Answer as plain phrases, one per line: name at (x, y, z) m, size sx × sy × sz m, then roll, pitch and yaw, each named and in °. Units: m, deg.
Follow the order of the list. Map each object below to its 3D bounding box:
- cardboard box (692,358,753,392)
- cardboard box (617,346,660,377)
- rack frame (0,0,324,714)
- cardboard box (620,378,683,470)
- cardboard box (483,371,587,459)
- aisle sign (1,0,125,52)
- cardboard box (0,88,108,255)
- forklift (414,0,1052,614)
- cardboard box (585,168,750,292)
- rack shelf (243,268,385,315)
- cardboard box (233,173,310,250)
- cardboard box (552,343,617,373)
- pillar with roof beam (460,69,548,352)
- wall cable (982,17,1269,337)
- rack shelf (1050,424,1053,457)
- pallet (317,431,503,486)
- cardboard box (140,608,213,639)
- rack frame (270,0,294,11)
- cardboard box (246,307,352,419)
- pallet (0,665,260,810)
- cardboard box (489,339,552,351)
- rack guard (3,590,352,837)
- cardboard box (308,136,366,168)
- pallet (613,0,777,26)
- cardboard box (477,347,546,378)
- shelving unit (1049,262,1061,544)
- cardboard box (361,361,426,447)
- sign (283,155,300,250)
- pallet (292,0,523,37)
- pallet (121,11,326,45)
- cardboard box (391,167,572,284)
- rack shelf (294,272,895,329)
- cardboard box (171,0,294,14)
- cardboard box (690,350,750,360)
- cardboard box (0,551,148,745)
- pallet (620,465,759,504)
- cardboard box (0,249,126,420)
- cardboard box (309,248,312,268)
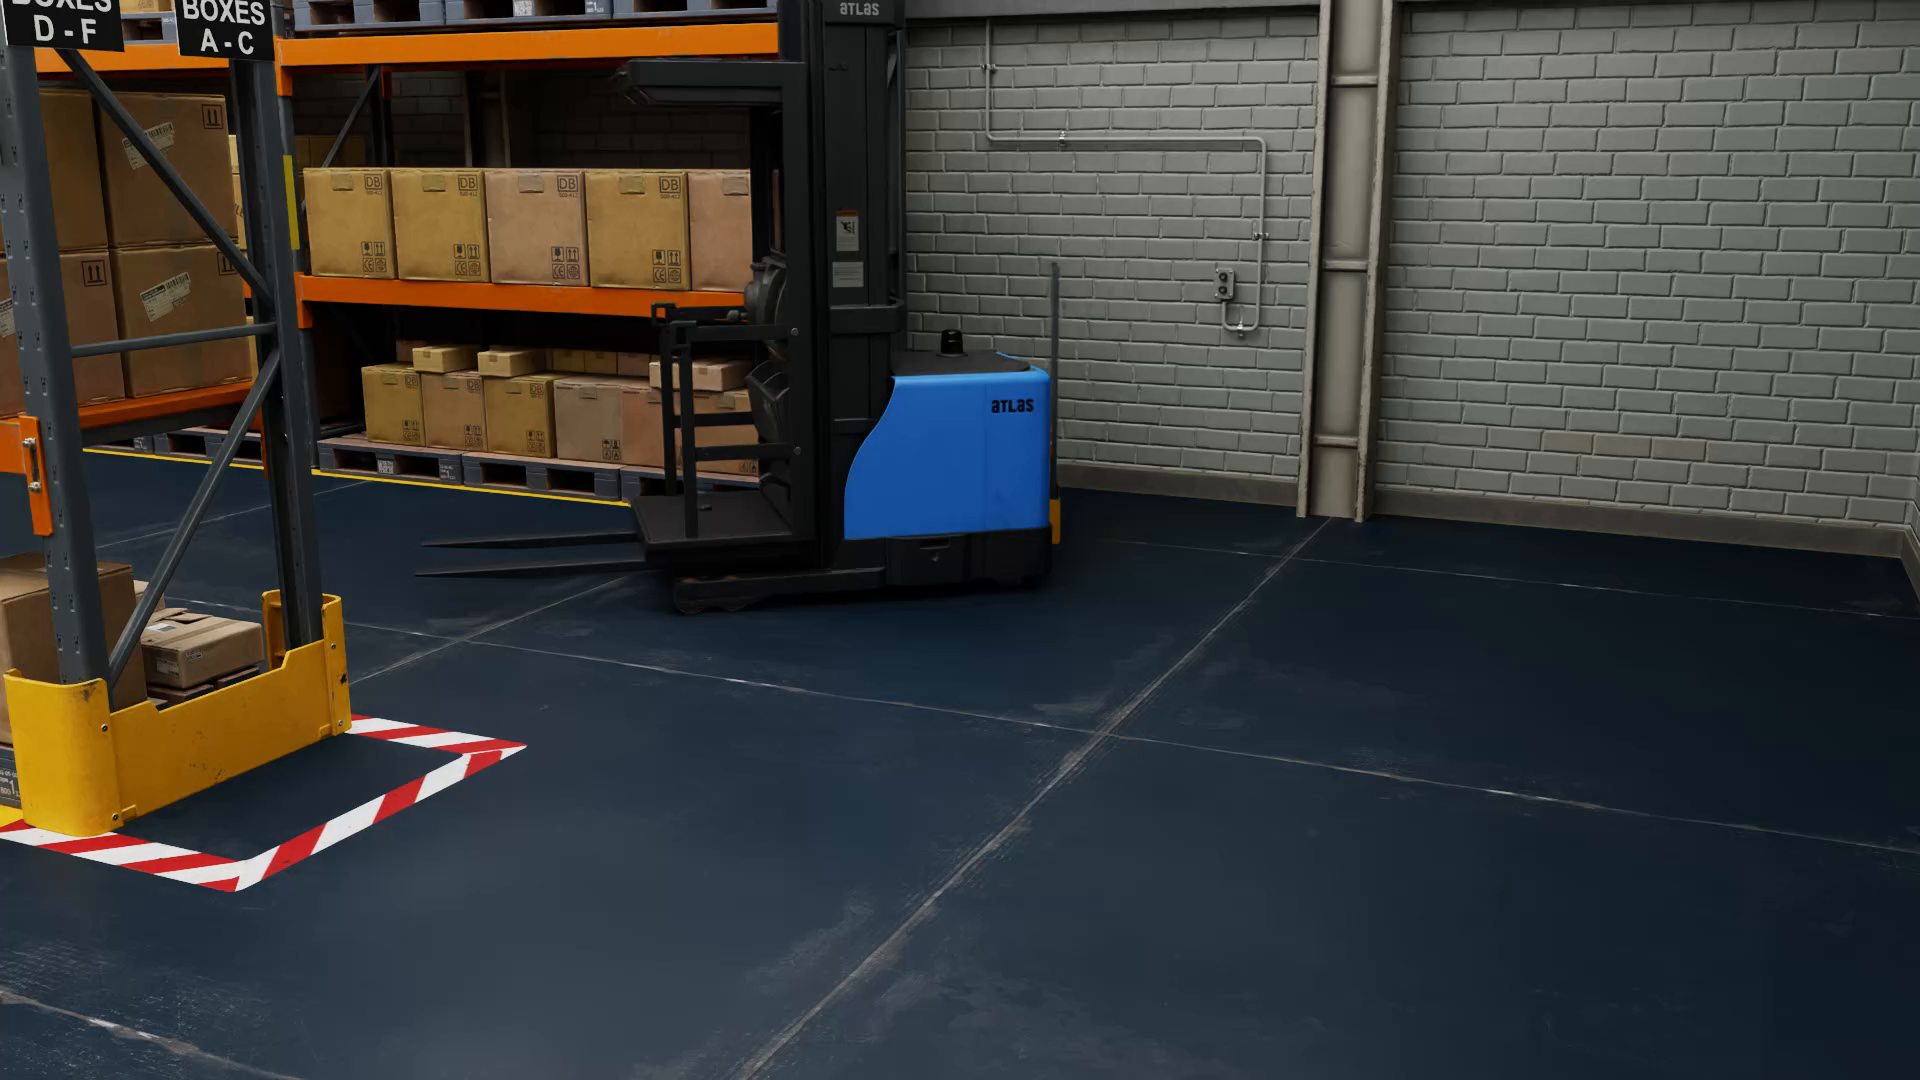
cardboard box at (-1.457, -1.003, 10.096) m, size 0.250 × 0.149 × 0.380 m, roll 6°, pitch 14°, yaw 23°
cardboard box at (-1.996, -1.153, 10.734) m, size 0.250 × 0.149 × 0.380 m, roll 6°, pitch 14°, yaw 24°
rack frame at (-2.589, -0.647, 5.446) m, size 0.127 × 3.000 × 1.000 m, roll 6°, pitch 14°, yaw 23°
cardboard box at (-1.724, -0.760, 10.479) m, size 0.500 × 0.500 × 0.700 m, roll 6°, pitch 14°, yaw 23°
cardboard box at (-2.674, -0.854, 10.881) m, size 0.500 × 0.500 × 0.700 m, roll 6°, pitch 15°, yaw 25°
aisle sign at (-2.650, -1.842, 4.850) m, size 0.004 × 0.787 × 0.394 m, roll 6°, pitch 14°, yaw 23°
cardboard box at (-3.107, -1.166, 5.251) m, size 0.500 × 0.500 × 0.500 m, roll 6°, pitch 14°, yaw 23°
forklift at (-1.119, -1.213, 8.009) m, size 3.031 × 2.935 × 1.130 m, roll -4°, pitch 14°, yaw -15°
cardboard box at (-1.726, -1.938, 10.292) m, size 0.700 × 0.700 × 0.980 m, roll 6°, pitch 14°, yaw 23°
rack shelf at (-6.071, -1.887, 12.305) m, size 4.000 × 0.370 × 1.077 m, roll 6°, pitch 14°, yaw 23°
cardboard box at (-4.767, -2.246, 11.345) m, size 0.500 × 0.500 × 0.500 m, roll 6°, pitch 14°, yaw 22°
cardboard box at (-2.462, -1.200, 10.935) m, size 0.250 × 0.149 × 0.380 m, roll 6°, pitch 14°, yaw 22°
pillar with roof beam at (-4.996, -4.190, 7.411) m, size 0.400 × 9.000 × 9.100 m, roll 6°, pitch 14°, yaw 23°
wall cable at (0.968, -2.256, 10.078) m, size 1.851 × 1.984 × 0.084 m, roll 6°, pitch 14°, yaw 23°
rack shelf at (0.014, -0.605, 9.337) m, size 1.000 × 0.185 × 0.538 m, roll 0°, pitch 13°, yaw 2°
pallet at (-3.579, -0.608, 11.384) m, size 1.213 × 0.211 × 1.003 m, roll 6°, pitch 14°, yaw 23°
cardboard box at (-3.061, 0.384, 6.289) m, size 0.250 × 0.166 × 0.380 m, roll 6°, pitch 14°, yaw 23°
rack frame at (-4.243, -4.973, 10.749) m, size 0.127 × 3.000 × 1.000 m, roll 6°, pitch 14°, yaw 23°
cardboard box at (-4.890, -1.243, 11.773) m, size 0.750 × 0.750 × 0.750 m, roll 6°, pitch 14°, yaw 24°
pallet at (-3.387, 0.630, 6.108) m, size 1.213 × 0.211 × 1.003 m, roll 6°, pitch 14°, yaw 23°
cardboard box at (-2.929, -1.247, 11.136) m, size 0.250 × 0.149 × 0.380 m, roll 5°, pitch 14°, yaw 21°
rack guard at (-2.658, 0.563, 5.762) m, size 0.348 × 0.500 × 1.175 m, roll 6°, pitch 14°, yaw 23°
cardboard box at (-4.558, -2.718, 11.715) m, size 0.500 × 0.250 × 0.500 m, roll 6°, pitch 15°, yaw 25°
pallet at (-1.268, -3.166, 9.808) m, size 1.213 × 0.211 × 1.003 m, roll 6°, pitch 14°, yaw 23°
cardboard box at (-2.884, -1.147, 10.709) m, size 0.250 × 0.149 × 0.380 m, roll 5°, pitch 14°, yaw 22°
shelving unit at (0.023, -0.780, 9.296) m, size 1.083 × 1.500 × 0.587 m, roll 0°, pitch 13°, yaw 2°
cardboard box at (-3.601, -0.949, 11.286) m, size 0.500 × 0.500 × 0.700 m, roll 6°, pitch 14°, yaw 24°
sign at (-2.369, -1.182, 5.831) m, size 0.005 × 0.325 × 0.100 m, roll 6°, pitch 14°, yaw 23°
pallet at (-3.499, -3.391, 10.770) m, size 1.213 × 0.211 × 1.003 m, roll 6°, pitch 14°, yaw 23°
pallet at (-5.101, -3.494, 11.431) m, size 1.217 × 0.209 × 0.805 m, roll 5°, pitch 14°, yaw 21°
cardboard box at (-3.088, -2.076, 10.879) m, size 0.700 × 0.700 × 0.980 m, roll 5°, pitch 14°, yaw 22°
rack shelf at (-2.414, -1.517, 10.728) m, size 4.000 × 0.370 × 1.077 m, roll 6°, pitch 14°, yaw 23°
cardboard box at (-5.003, -3.880, 11.475) m, size 0.500 × 0.500 × 0.700 m, roll 5°, pitch 14°, yaw 20°
cardboard box at (-1.534, -1.106, 10.535) m, size 0.250 × 0.149 × 0.380 m, roll 6°, pitch 14°, yaw 23°
cardboard box at (-3.186, 0.357, 5.677) m, size 0.500 × 0.500 × 0.500 m, roll 6°, pitch 14°, yaw 23°
pallet at (-1.348, -0.382, 10.421) m, size 1.213 × 0.211 × 1.003 m, roll 6°, pitch 14°, yaw 23°
cardboard box at (-3.108, -0.680, 5.369) m, size 0.500 × 0.500 × 0.500 m, roll 6°, pitch 15°, yaw 25°
cardboard box at (-4.469, -2.012, 11.770) m, size 0.250 × 0.149 × 0.380 m, roll 5°, pitch 14°, yaw 21°
